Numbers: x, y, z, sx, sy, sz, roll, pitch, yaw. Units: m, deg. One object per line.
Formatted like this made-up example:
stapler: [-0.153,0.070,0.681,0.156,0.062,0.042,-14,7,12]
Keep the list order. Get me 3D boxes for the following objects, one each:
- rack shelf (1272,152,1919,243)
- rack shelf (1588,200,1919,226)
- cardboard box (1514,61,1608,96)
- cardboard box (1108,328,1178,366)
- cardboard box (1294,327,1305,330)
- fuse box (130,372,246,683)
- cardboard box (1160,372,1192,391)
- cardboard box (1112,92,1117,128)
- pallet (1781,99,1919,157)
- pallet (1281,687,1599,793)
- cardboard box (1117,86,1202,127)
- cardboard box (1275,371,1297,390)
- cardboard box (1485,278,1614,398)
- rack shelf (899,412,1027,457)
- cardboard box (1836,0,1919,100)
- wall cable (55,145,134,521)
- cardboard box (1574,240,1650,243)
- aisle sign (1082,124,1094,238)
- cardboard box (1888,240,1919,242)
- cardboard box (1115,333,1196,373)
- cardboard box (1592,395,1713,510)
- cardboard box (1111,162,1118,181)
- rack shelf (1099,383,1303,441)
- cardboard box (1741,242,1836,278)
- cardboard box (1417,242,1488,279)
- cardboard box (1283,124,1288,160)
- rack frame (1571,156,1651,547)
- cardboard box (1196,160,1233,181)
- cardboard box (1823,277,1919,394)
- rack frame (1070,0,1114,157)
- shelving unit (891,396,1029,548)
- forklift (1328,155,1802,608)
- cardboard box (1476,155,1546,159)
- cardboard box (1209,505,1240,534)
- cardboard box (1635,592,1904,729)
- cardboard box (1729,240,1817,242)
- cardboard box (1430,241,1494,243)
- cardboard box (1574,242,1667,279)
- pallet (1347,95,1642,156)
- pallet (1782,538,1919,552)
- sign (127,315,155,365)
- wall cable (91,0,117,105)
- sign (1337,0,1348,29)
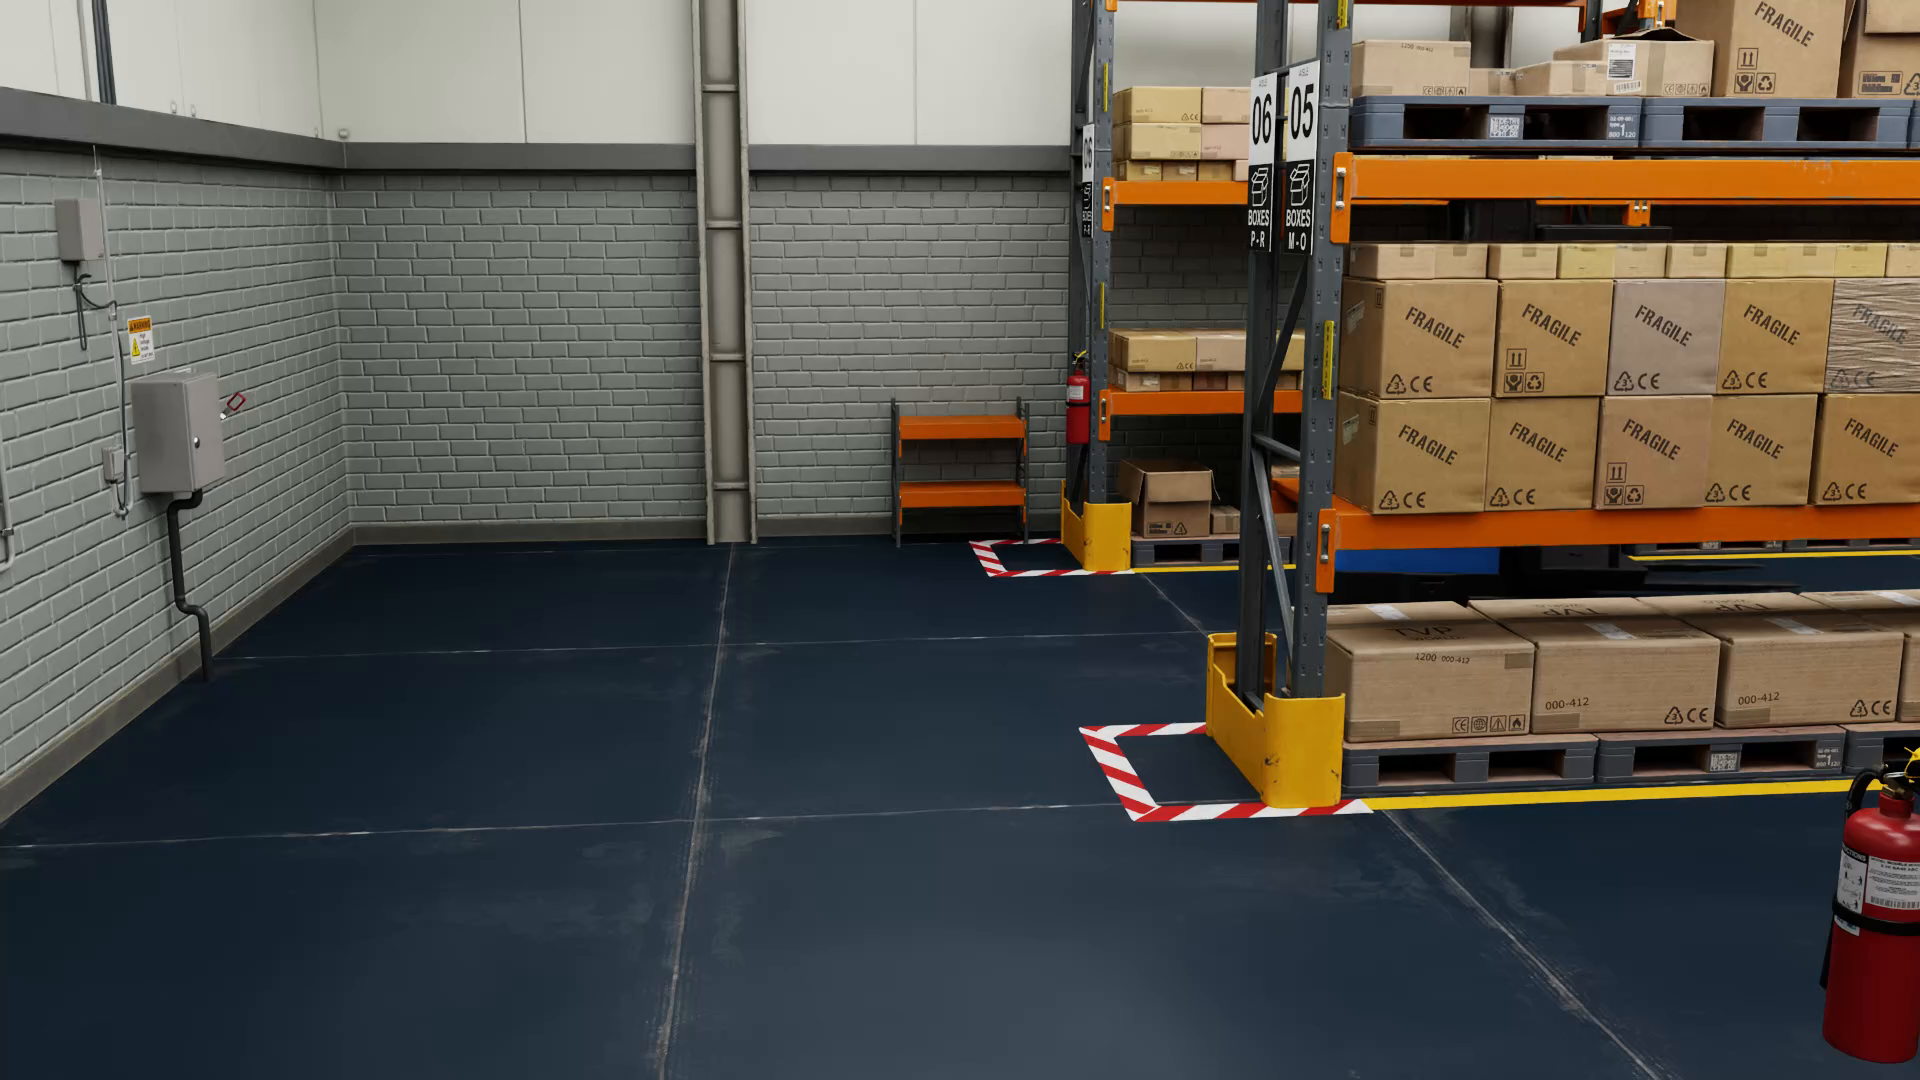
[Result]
rack shelf: [3.481,-1.561,7.623,4.000,0.370,1.077,-1,11,-6]
rack shelf: [6.918,-2.596,12.888,4.000,0.370,1.077,-1,11,-6]
cardboard box: [2.599,-1.983,7.206,0.250,0.149,0.380,-1,11,-4]
cardboard box: [1.382,-1.485,12.766,0.500,0.250,0.500,-1,11,-4]
cardboard box: [2.907,-1.516,12.922,0.500,0.250,0.500,-1,11,-6]
fuse box: [-4.192,-0.053,9.199,0.414,1.711,0.539,-1,11,-6]
cardboard box: [1.557,-1.198,12.336,0.250,0.149,0.380,-1,11,-5]
cardboard box: [1.365,-3.205,12.440,0.500,0.250,0.500,-2,11,-8]
pallet: [4.655,-1.897,7.697,1.213,0.211,1.003,-1,11,-6]
pallet: [2.279,0.936,8.061,1.213,0.211,1.003,-1,11,-6]
cardboard box: [1.421,-3.103,11.923,0.500,0.250,0.500,-1,11,-7]
cardboard box: [2.336,-1.210,12.398,0.250,0.149,0.380,-1,11,-5]
cardboard box: [2.514,-0.908,7.359,0.500,0.500,0.500,-2,11,-8]
rack shelf: [-0.006,-0.839,13.201,1.000,0.278,0.538,-1,11,-6]
cardboard box: [4.132,-2.228,7.531,0.637,0.503,0.797,0,11,-2]
wall cable: [-4.275,-1.049,8.295,0.122,1.984,0.588,-1,11,-6]
cardboard box: [3.091,-1.342,7.884,0.250,0.149,0.380,-1,11,-5]
aisle sign: [0.917,-2.570,11.928,0.004,0.787,0.394,-1,11,-6]
cardboard box: [4.625,-1.363,7.995,0.250,0.149,0.380,-1,11,-7]
cardboard box: [1.433,-1.383,12.243,0.500,0.250,0.500,-1,11,-6]
cardboard box: [3.009,-0.428,7.509,0.500,0.500,0.500,-1,11,-6]
cardboard box: [1.246,-2.752,12.467,0.250,0.149,0.380,-1,11,-5]
rack shelf: [2.941,-1.041,12.754,4.000,0.370,1.077,-1,11,-6]
cardboard box: [3.677,-1.252,7.428,0.250,0.149,0.380,-1,11,-6]
cardboard box: [2.129,-1.232,7.327,0.250,0.149,0.380,-1,11,-5]
cardboard box: [2.437,-2.876,12.065,0.500,0.250,0.500,-2,11,-8]
rack frame: [4.930,-1.436,12.896,0.127,3.000,1.000,-1,11,-6]
cardboard box: [1.810,-2.676,12.078,0.250,0.149,0.380,-1,11,-6]
cardboard box: [4.020,-0.940,7.520,0.500,0.500,0.500,-1,11,-5]
rack frame: [0.953,-4.296,11.894,0.127,3.000,1.000,-1,11,-6]
shelving unit: [-0.006,-0.552,13.258,1.048,1.125,0.538,-1,11,-6]
forklift: [3.936,-1.008,10.896,3.031,2.935,1.130,1,11,4]
cardboard box: [3.962,-2.909,12.232,0.500,0.250,0.500,-2,11,-8]
cardboard box: [1.998,-0.156,12.686,0.250,0.149,0.380,-2,11,-8]
cardboard box: [3.944,0.578,8.204,0.875,0.438,0.875,-2,11,-8]
cardboard box: [3.863,-1.349,7.921,0.250,0.149,0.380,-1,11,-6]
cardboard box: [2.325,-1.336,7.855,0.250,0.149,0.380,-1,11,-7]
cardboard box: [2.914,-1.240,7.367,0.250,0.149,0.380,-1,11,-6]
pallet: [2.229,-1.847,7.439,1.213,0.211,1.003,-1,11,-6]
pallet: [6.950,-0.118,13.421,1.213,0.211,1.003,-1,11,-6]
sign: [-4.392,-1.075,8.920,0.001,0.242,0.339,-1,11,-6]
wall cable: [-4.474,-3.870,9.626,0.133,3.039,2.988,-1,11,-6]
sign: [1.547,-2.234,6.708,0.005,0.325,0.100,-1,11,-6]
